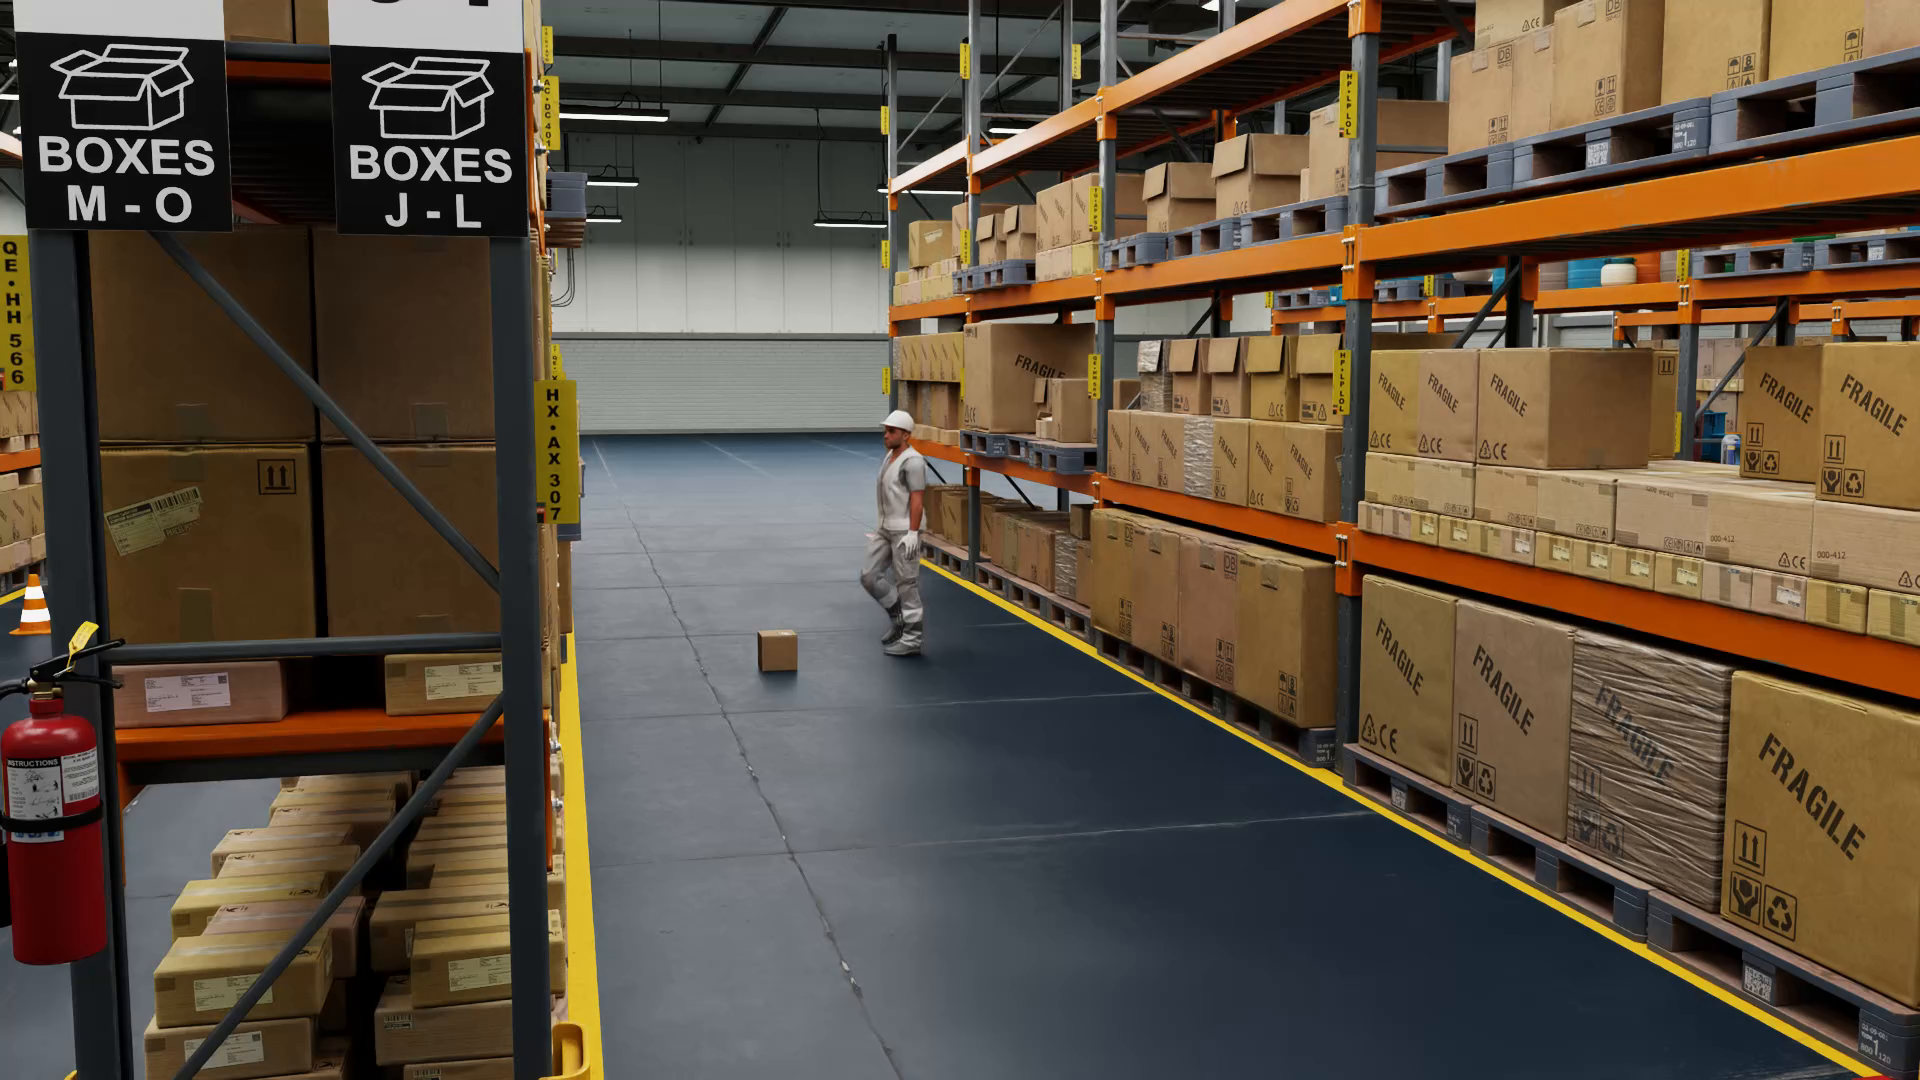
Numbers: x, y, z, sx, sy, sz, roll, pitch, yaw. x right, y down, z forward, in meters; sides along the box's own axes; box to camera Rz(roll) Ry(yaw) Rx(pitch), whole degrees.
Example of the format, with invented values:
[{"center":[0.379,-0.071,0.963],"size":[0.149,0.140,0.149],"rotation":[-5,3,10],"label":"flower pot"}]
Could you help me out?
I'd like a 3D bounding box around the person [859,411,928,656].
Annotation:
[{"center":[-0.457,-0.047,12.118],"size":[0.450,1.788,0.570],"rotation":[-3,7,-29],"label":"person"}]
